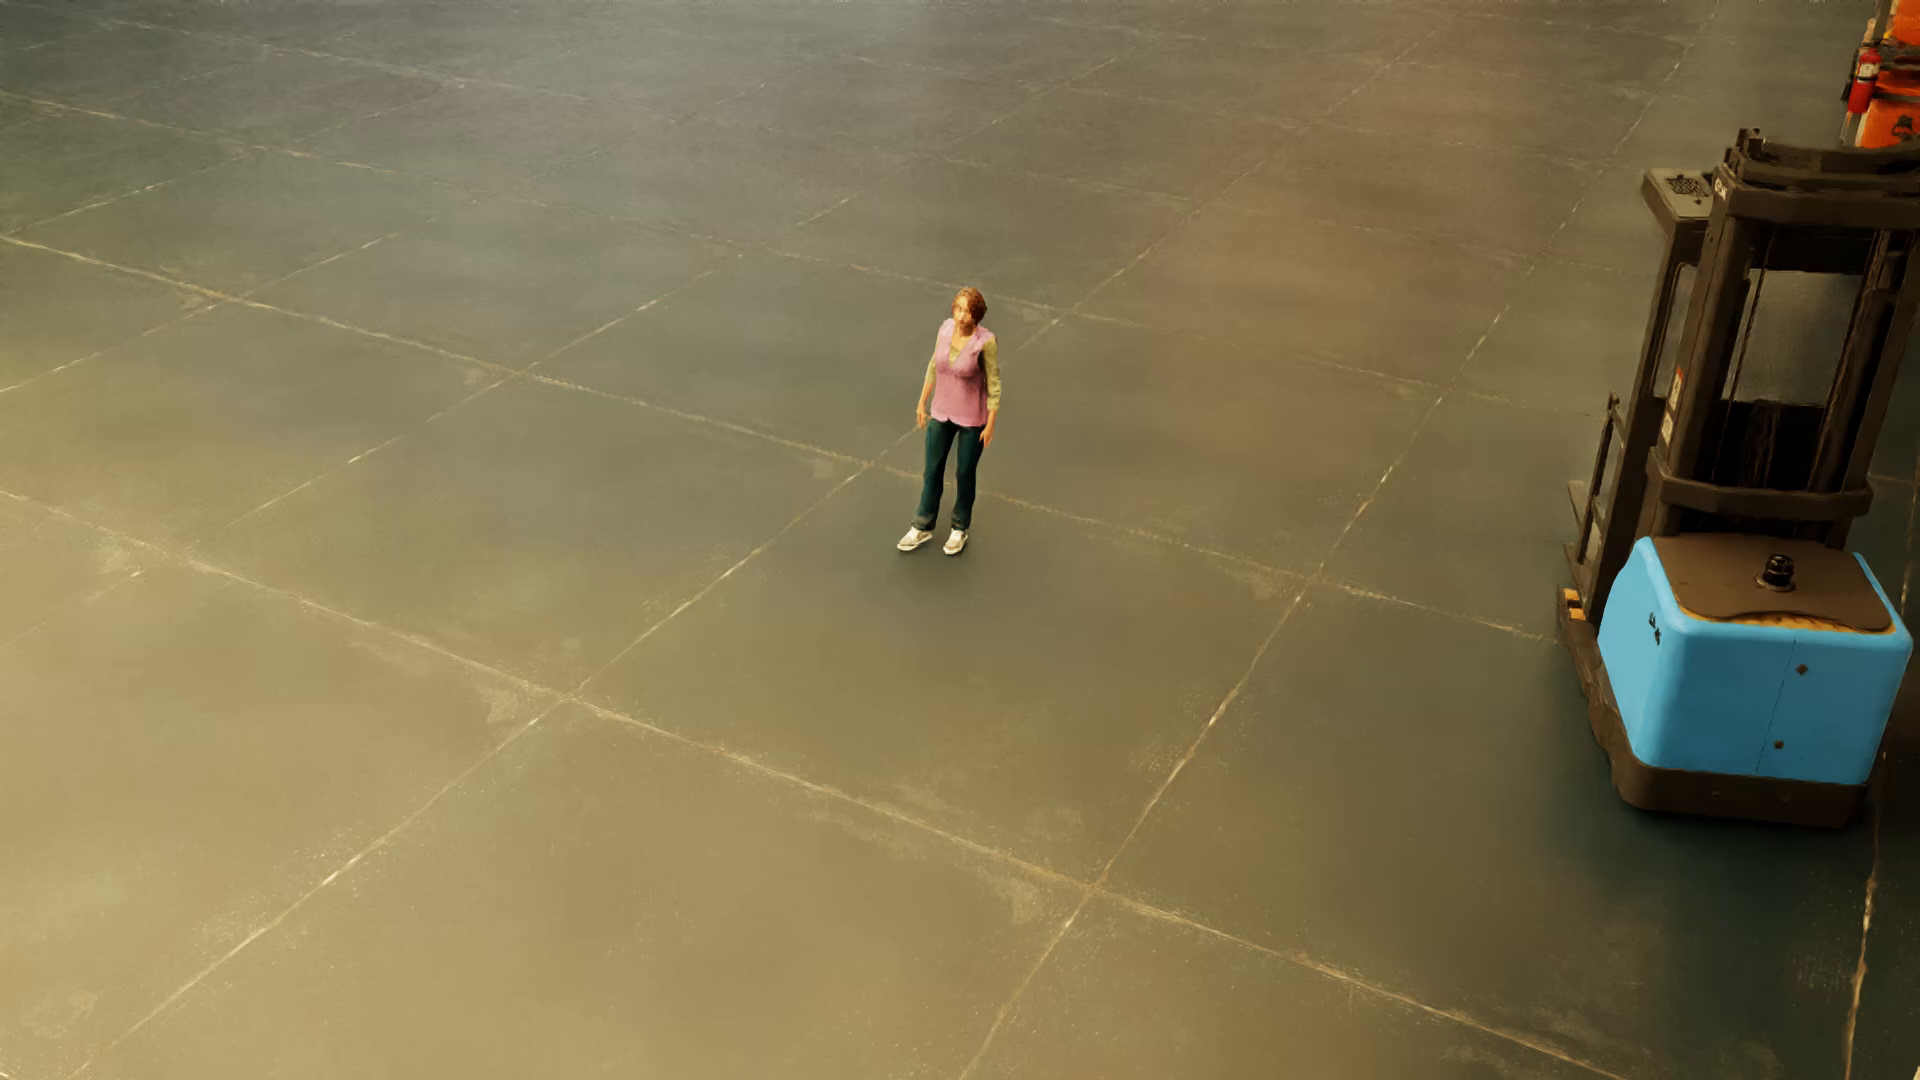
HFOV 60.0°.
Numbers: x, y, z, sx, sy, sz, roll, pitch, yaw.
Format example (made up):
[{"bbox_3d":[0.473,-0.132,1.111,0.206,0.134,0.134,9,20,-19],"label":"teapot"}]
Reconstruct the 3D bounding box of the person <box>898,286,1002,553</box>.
[{"bbox_3d":[-0.048,-0.669,9.550,0.520,1.597,0.474,15,33,25],"label":"person"}]

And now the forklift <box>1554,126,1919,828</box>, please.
[{"bbox_3d":[3.831,-0.673,8.237,1.130,2.935,3.031,4,30,8],"label":"forklift"}]
